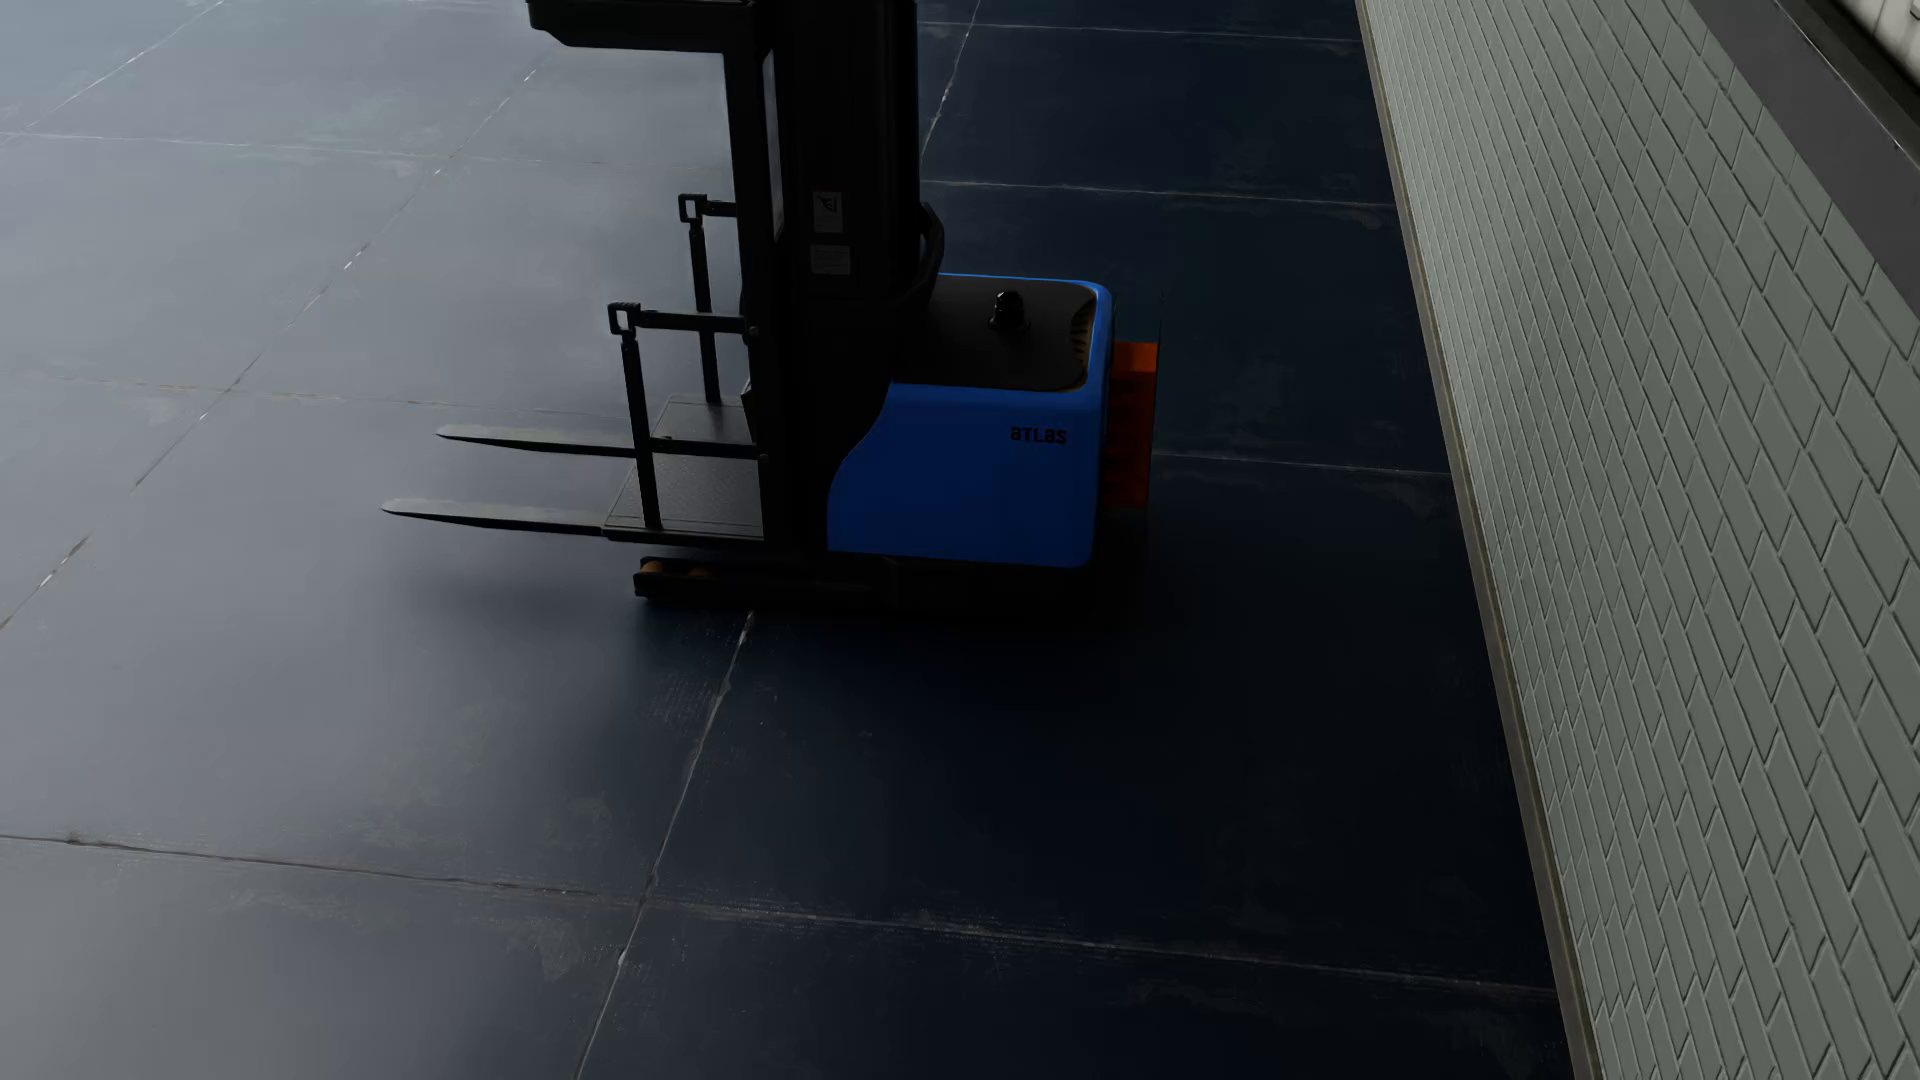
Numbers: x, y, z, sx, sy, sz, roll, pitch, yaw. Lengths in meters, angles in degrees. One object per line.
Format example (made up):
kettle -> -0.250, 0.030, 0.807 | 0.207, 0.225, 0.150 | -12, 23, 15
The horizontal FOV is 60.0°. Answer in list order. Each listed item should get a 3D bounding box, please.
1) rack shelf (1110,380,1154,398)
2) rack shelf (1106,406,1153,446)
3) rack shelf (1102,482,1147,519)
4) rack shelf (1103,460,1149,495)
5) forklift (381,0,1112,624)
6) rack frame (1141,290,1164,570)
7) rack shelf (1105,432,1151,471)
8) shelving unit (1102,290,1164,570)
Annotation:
rack shelf -> 0.696, -0.619, 6.700 | 0.171, 0.034, 0.221 | 4, 36, 6
rack shelf -> 0.696, -0.499, 6.786 | 0.180, 0.103, 0.258 | 4, 36, 6
rack shelf -> 0.696, -0.206, 6.995 | 0.180, 0.103, 0.258 | 4, 36, 6
rack shelf -> 0.696, -0.303, 6.925 | 0.180, 0.103, 0.258 | 4, 36, 6
forklift -> -0.914, -1.170, 6.481 | 3.031, 2.797, 1.129 | 4, 36, 6
rack frame -> 0.787, -0.431, 6.820 | 0.006, 1.200, 0.240 | 4, 36, 6
rack shelf -> 0.696, -0.401, 6.856 | 0.180, 0.103, 0.258 | 4, 36, 6
shelving unit -> 0.698, -0.437, 6.830 | 0.184, 1.200, 0.258 | 4, 36, 6
